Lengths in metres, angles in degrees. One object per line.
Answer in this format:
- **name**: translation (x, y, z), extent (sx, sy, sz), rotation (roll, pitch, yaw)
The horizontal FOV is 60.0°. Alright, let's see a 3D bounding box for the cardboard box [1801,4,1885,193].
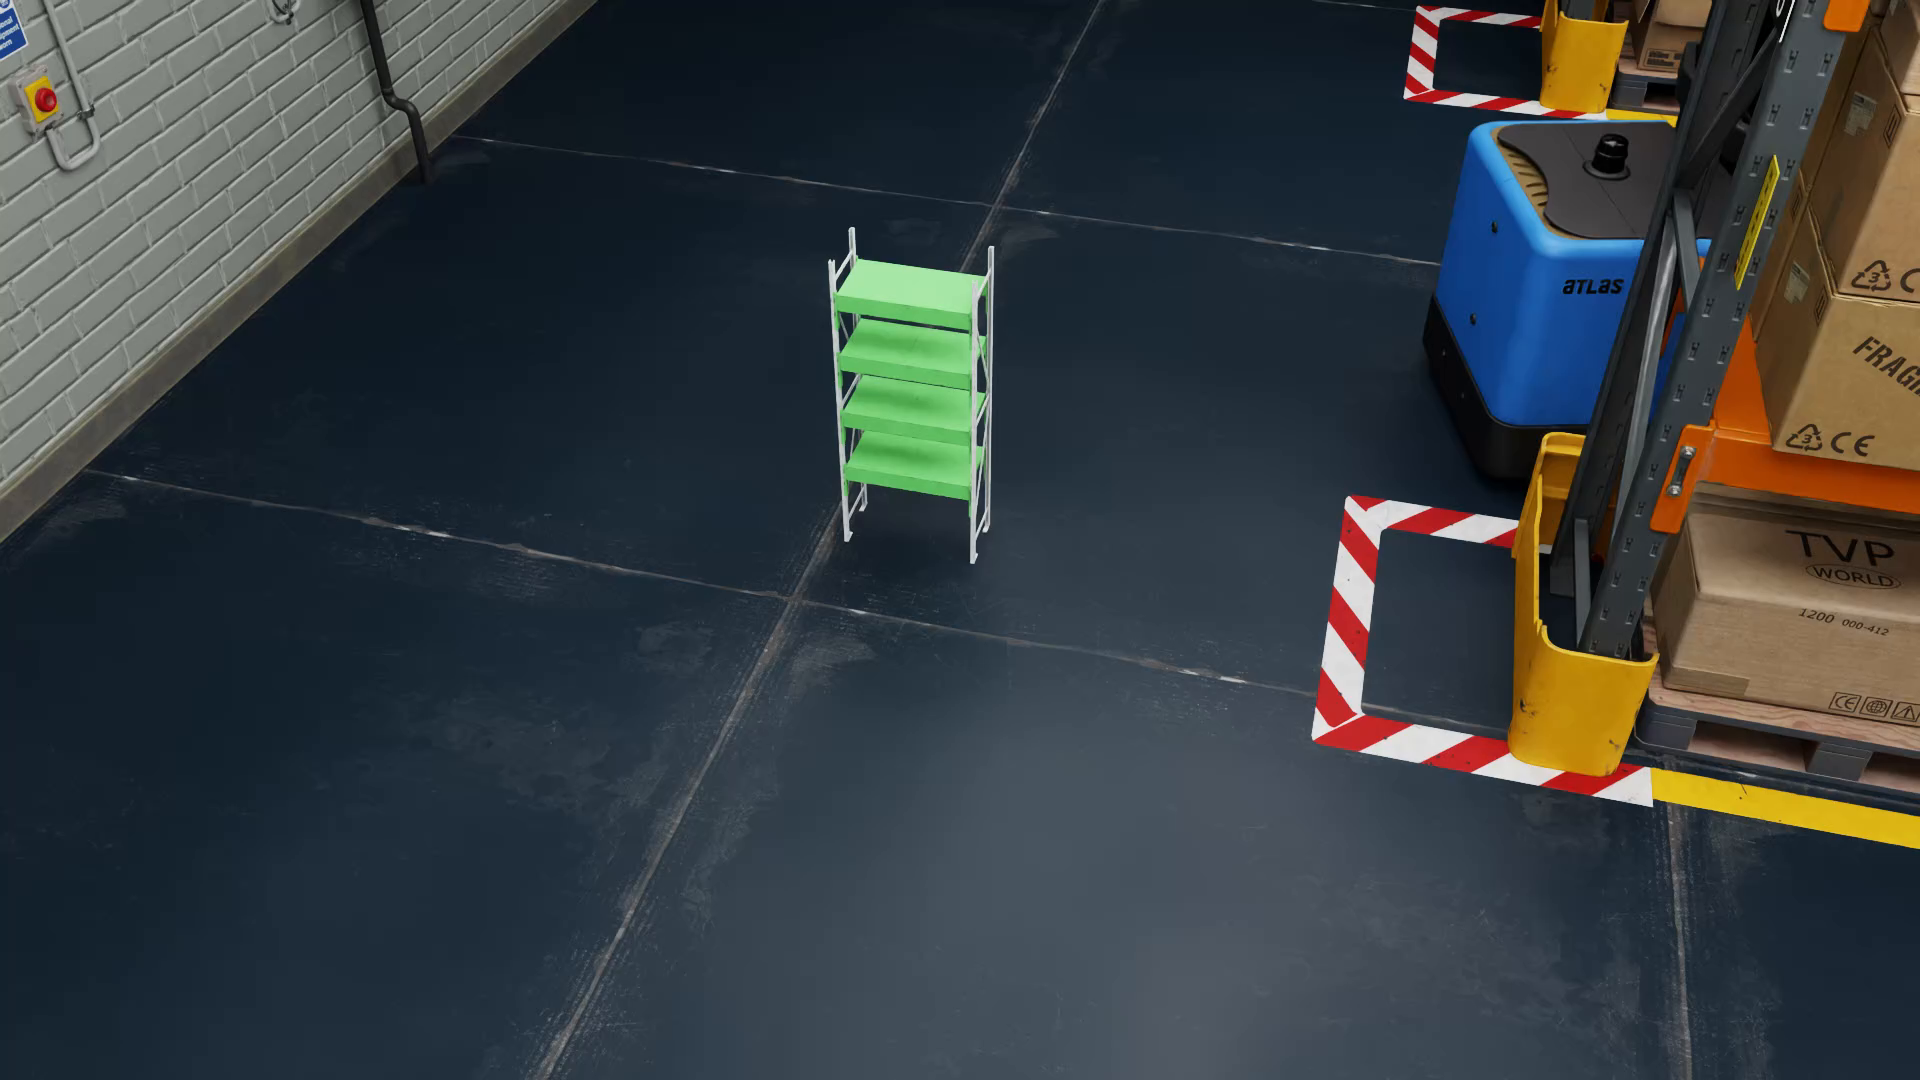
- **cardboard box**: translation (2.646, -1.253, 4.555), extent (0.500, 0.500, 0.500), rotation (11, 41, 13)

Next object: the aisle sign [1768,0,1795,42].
- **aisle sign**: translation (1.974, -1.592, 3.792), extent (0.004, 0.787, 0.394), rotation (10, 41, 11)

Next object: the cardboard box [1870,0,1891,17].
- **cardboard box**: translation (2.517, -1.499, 4.343), extent (0.250, 0.149, 0.380), rotation (10, 41, 12)

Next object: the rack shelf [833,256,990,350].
- **rack shelf**: translation (-0.160, -0.806, 5.629), extent (0.480, 0.148, 0.258), rotation (10, 41, 11)

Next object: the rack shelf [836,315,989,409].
- **rack shelf**: translation (-0.160, -0.622, 5.784), extent (0.480, 0.148, 0.258), rotation (10, 41, 11)

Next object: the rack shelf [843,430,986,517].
- **rack shelf**: translation (-0.160, -0.254, 6.092), extent (0.480, 0.148, 0.258), rotation (10, 41, 11)

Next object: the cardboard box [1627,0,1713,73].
- **cardboard box**: translation (3.964, -2.893, 8.977), extent (0.637, 0.503, 0.797), rotation (8, 41, 10)

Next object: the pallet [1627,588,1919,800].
- **pallet**: translation (2.911, 0.388, 5.624), extent (1.213, 0.211, 1.003), rotation (10, 41, 11)

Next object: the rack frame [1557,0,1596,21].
- **rack frame**: translation (3.398, -3.849, 8.500), extent (0.127, 3.000, 1.000), rotation (10, 41, 11)

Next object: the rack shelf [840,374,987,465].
- **rack shelf**: translation (-0.160, -0.438, 5.938), extent (0.480, 0.148, 0.258), rotation (10, 41, 11)

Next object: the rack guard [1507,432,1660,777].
- **rack guard**: translation (2.095, 0.189, 5.637), extent (0.348, 0.500, 1.175), rotation (10, 41, 11)

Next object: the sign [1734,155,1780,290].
- **sign**: translation (1.969, -0.783, 4.115), extent (0.005, 0.325, 0.100), rotation (10, 41, 11)

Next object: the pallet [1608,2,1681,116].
- **pallet**: translation (4.242, -2.636, 9.225), extent (1.213, 0.211, 1.003), rotation (10, 41, 11)

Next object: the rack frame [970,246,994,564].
- **rack frame**: translation (0.076, -0.446, 5.849), extent (0.015, 1.200, 0.240), rotation (10, 41, 11)

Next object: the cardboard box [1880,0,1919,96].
- **cardboard box**: translation (2.390, -1.203, 3.990), extent (0.250, 0.149, 0.380), rotation (11, 41, 12)

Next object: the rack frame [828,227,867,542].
- **rack frame**: translation (-0.396, -0.528, 5.945), extent (0.015, 1.200, 0.240), rotation (10, 41, 11)

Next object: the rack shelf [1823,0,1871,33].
- **rack shelf**: translation (4.051, -1.305, 3.699), extent (4.000, 0.370, 1.077), rotation (10, 41, 11)

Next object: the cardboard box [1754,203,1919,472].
- **cardboard box**: translation (2.508, -0.545, 4.488), extent (0.500, 0.500, 0.500), rotation (9, 41, 11)

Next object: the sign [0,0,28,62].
- **sign**: translation (-3.406, -1.771, 5.816), extent (0.001, 0.218, 0.327), rotation (10, 41, 11)

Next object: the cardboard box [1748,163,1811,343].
- **cardboard box**: translation (2.653, -0.887, 4.896), extent (0.500, 0.500, 0.500), rotation (10, 41, 12)

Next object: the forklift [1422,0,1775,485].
- **forklift**: translation (3.513, -1.667, 5.956), extent (3.031, 2.935, 1.130), rotation (-1, 40, -1)

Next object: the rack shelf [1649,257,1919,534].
- **rack shelf**: translation (4.051, -0.157, 4.663), extent (4.000, 0.370, 1.077), rotation (10, 41, 11)

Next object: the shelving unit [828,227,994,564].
- **shelving unit**: translation (-0.160, -0.487, 5.897), extent (0.503, 1.200, 0.258), rotation (10, 41, 11)

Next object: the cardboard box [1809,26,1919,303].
- **cardboard box**: translation (2.509, -0.929, 4.168), extent (0.500, 0.500, 0.500), rotation (9, 41, 10)

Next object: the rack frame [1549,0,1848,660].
- **rack frame**: translation (2.119, -0.764, 4.828), extent (0.127, 3.000, 1.000), rotation (10, 41, 11)

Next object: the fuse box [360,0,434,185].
- **fuse box**: translation (-2.651, -2.475, 7.866), extent (0.414, 1.711, 0.539), rotation (10, 41, 11)

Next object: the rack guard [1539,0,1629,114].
- **rack guard**: translation (3.471, -2.879, 9.289), extent (0.348, 0.500, 1.175), rotation (10, 41, 11)

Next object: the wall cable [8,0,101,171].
- **wall cable**: translation (-3.335, -2.088, 5.590), extent (0.123, 1.953, 0.585), rotation (10, 41, 11)

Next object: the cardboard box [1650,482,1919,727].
- **cardboard box**: translation (2.782, 0.103, 5.460), extent (0.875, 0.438, 0.875), rotation (8, 41, 10)

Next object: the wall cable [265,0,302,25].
- **wall cable**: translation (-2.979, -2.959, 6.651), extent (0.122, 1.984, 0.588), rotation (10, 41, 11)
